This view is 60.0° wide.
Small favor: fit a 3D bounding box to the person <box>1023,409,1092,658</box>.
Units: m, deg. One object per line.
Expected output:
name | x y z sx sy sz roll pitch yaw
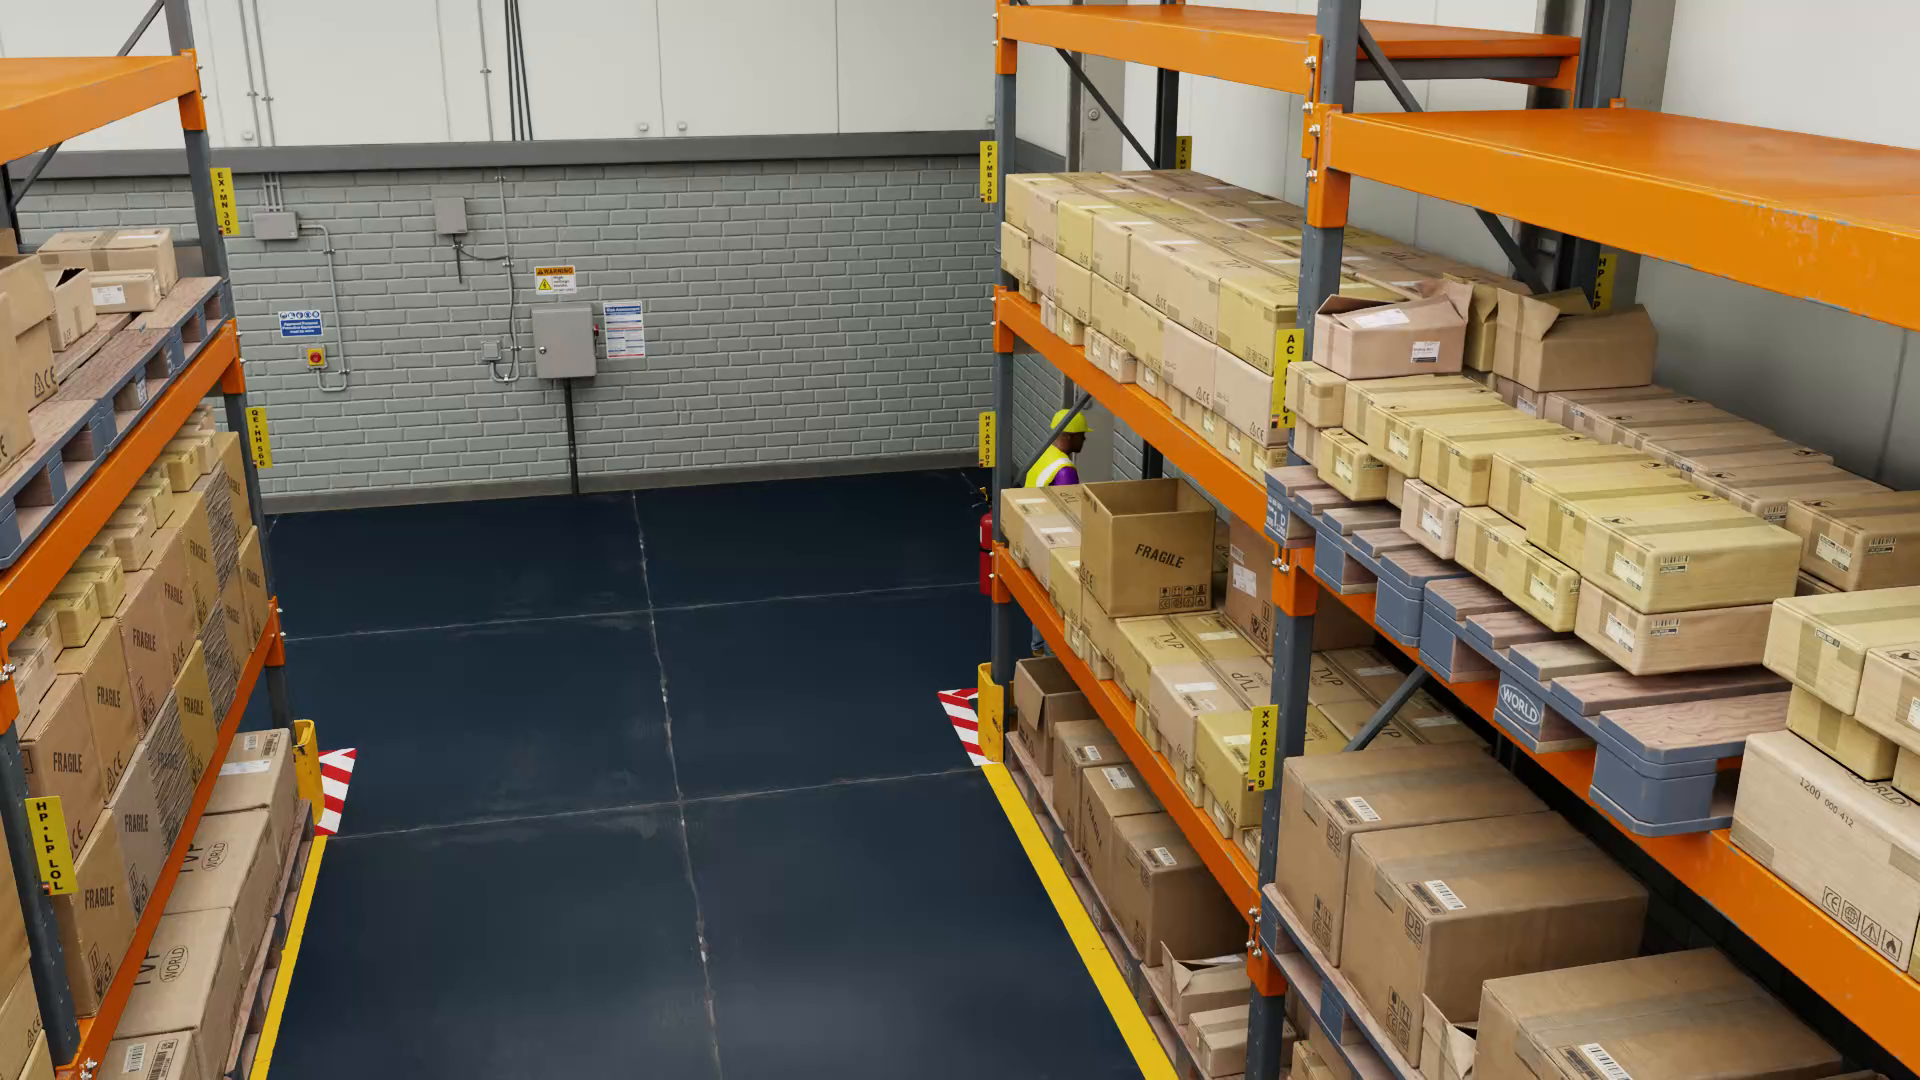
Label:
person | 0.646 -0.004 11.052 0.458 1.761 0.630 -5 20 -15
